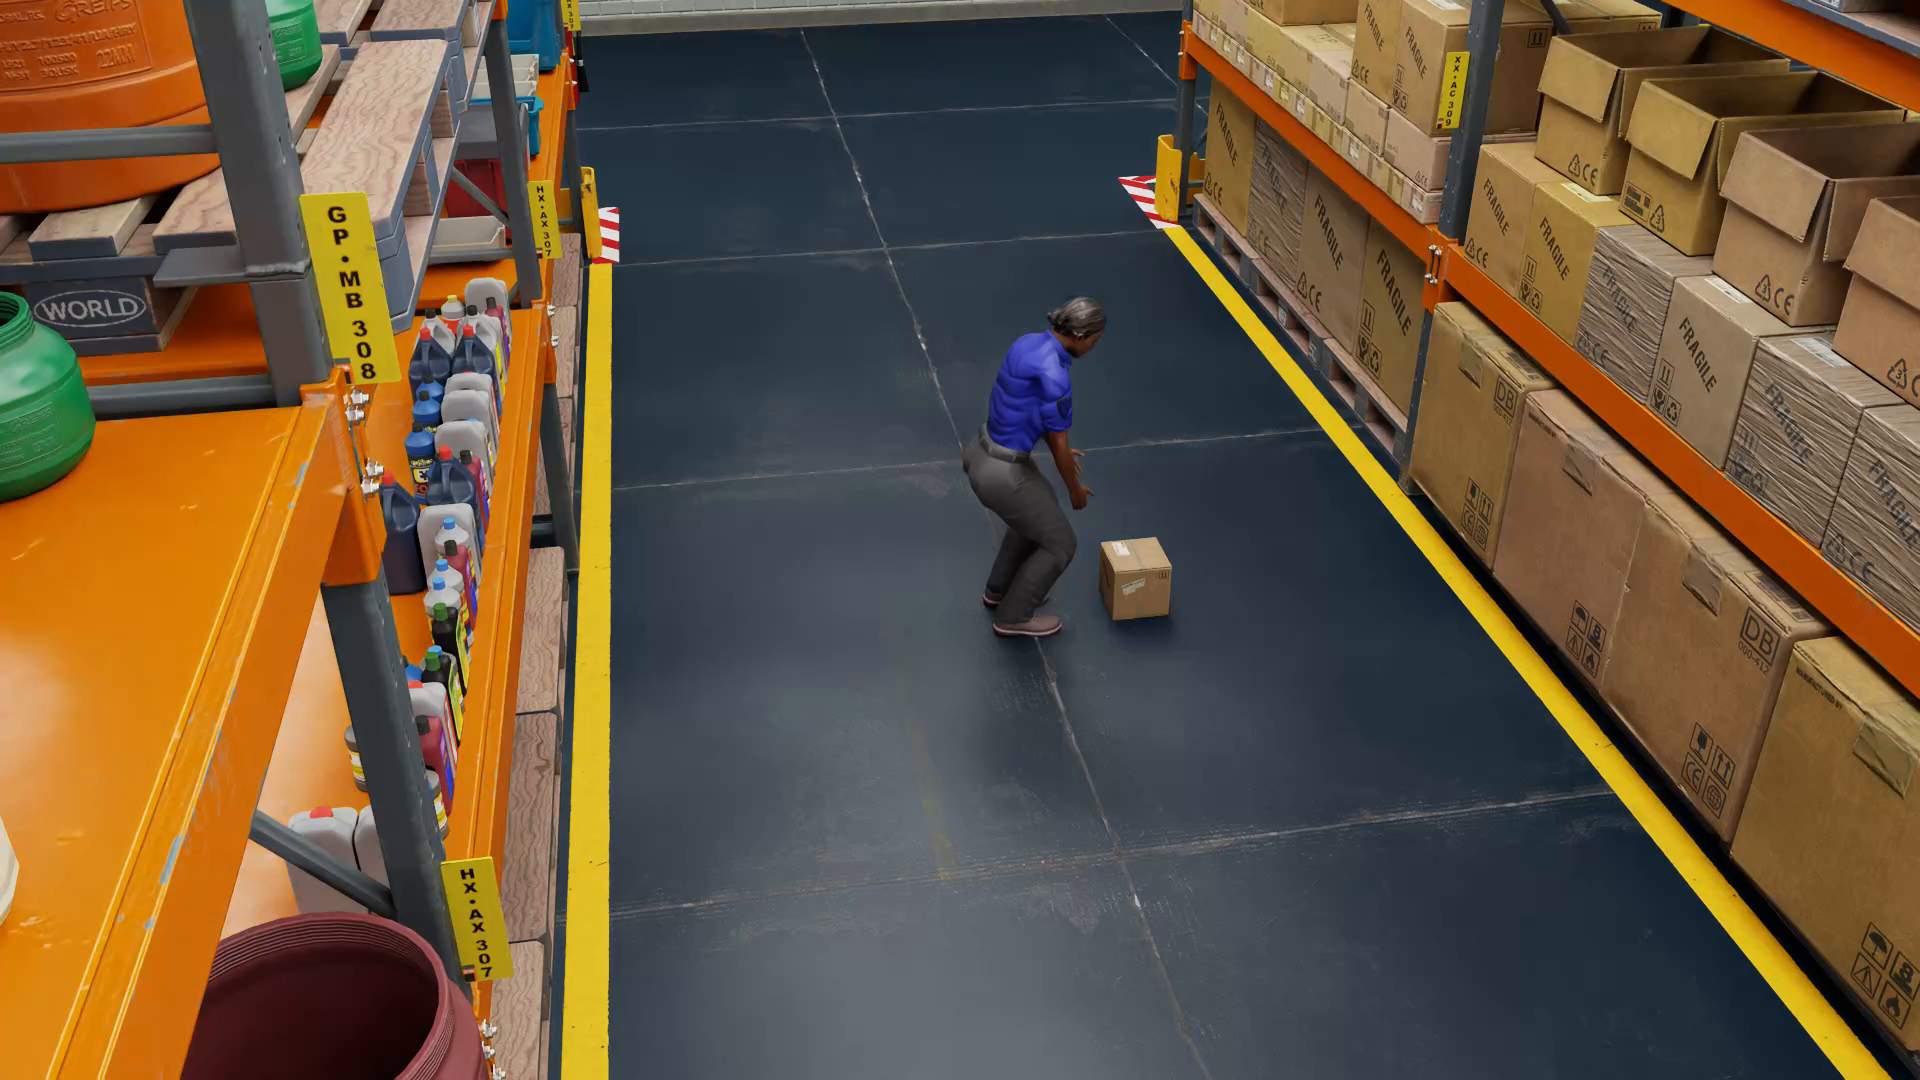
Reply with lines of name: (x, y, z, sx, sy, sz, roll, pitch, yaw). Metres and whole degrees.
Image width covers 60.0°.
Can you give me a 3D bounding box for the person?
person: (0.296, -0.310, 6.879, 0.577, 1.441, 0.492, -5, 31, -8)
